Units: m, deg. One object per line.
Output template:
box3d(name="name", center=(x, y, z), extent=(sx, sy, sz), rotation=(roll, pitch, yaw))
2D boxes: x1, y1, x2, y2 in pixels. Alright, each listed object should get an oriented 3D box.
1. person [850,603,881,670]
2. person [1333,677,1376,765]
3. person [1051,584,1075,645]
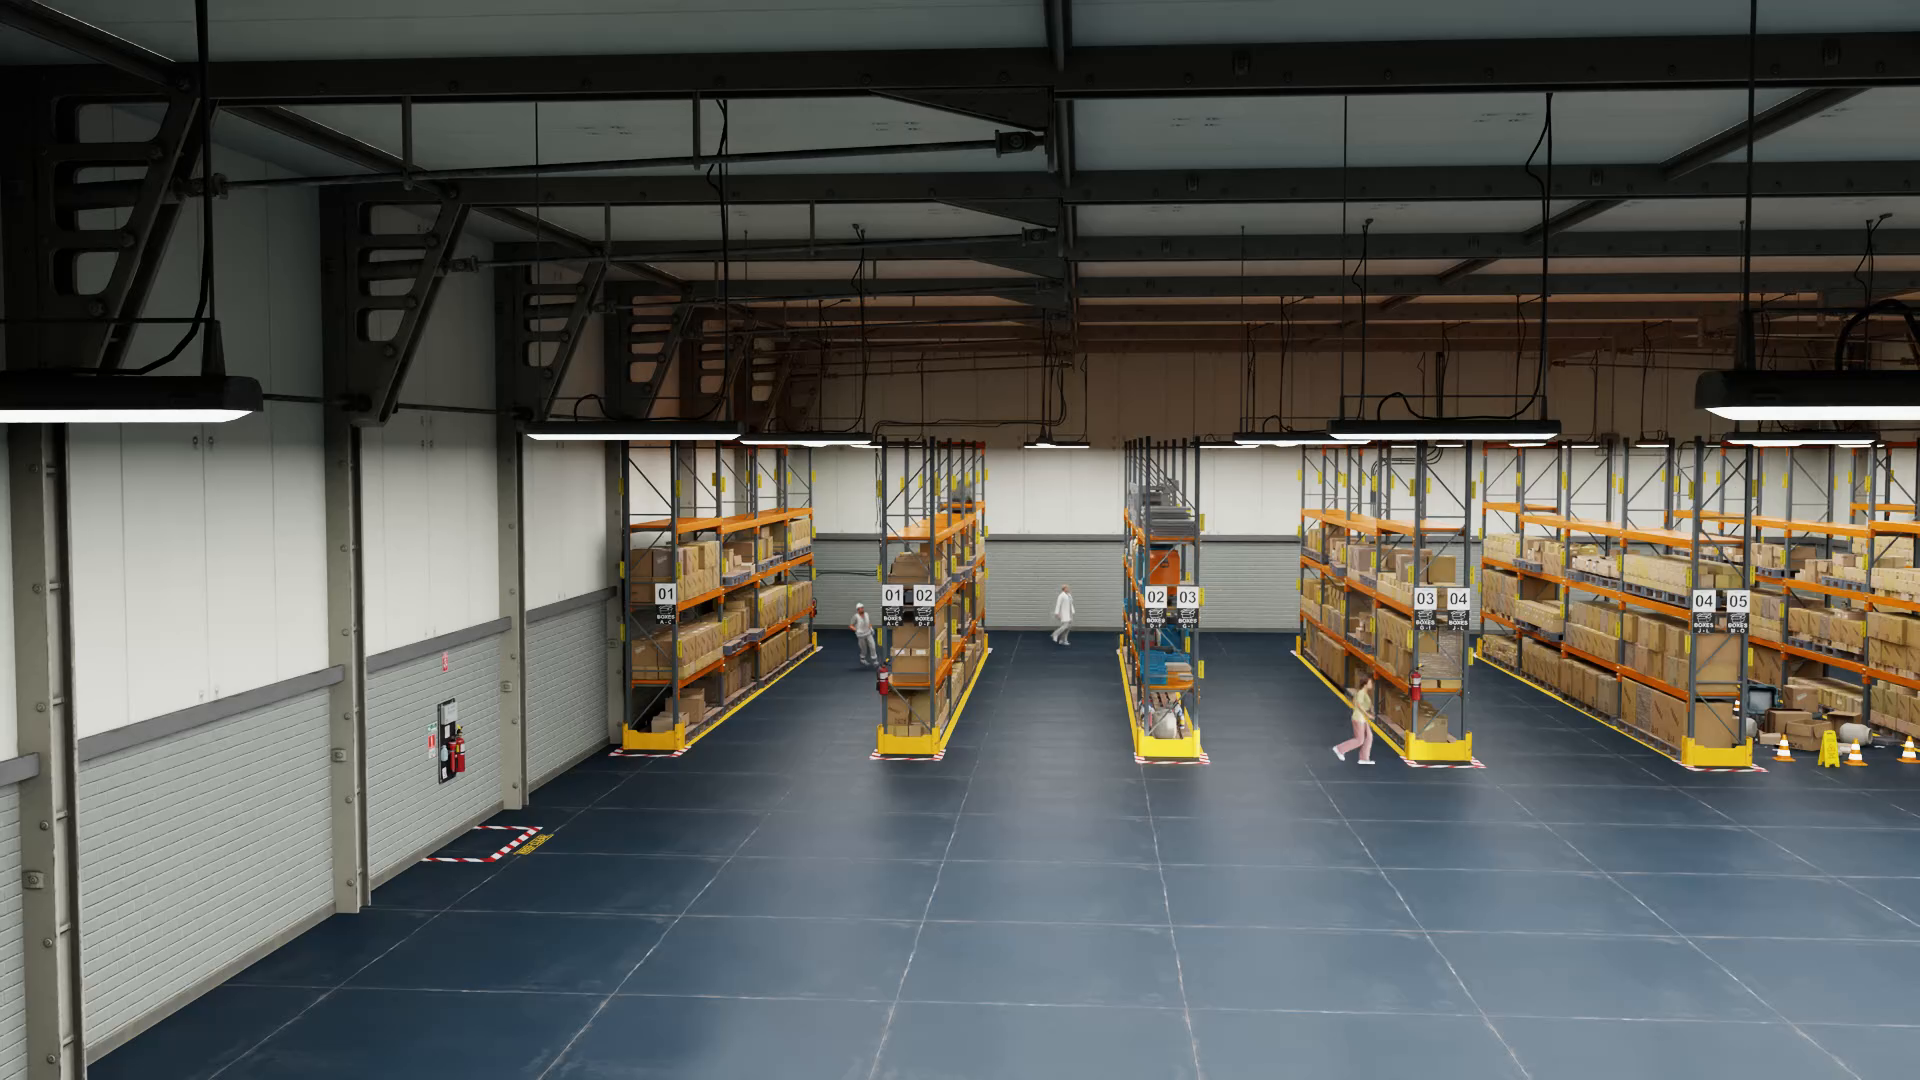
box3d(name="person", center=(-2.556, 2.518, 43.634), extent=(0.744, 1.749, 0.888), rotation=(-2, 3, -27))
box3d(name="person", center=(7.211, 3.294, 30.367), extent=(0.760, 1.621, 0.583), rotation=(1, 3, 16))
box3d(name="person", center=(3.044, 2.222, 49.180), extent=(0.614, 1.767, 0.709), rotation=(2, 4, 30))
